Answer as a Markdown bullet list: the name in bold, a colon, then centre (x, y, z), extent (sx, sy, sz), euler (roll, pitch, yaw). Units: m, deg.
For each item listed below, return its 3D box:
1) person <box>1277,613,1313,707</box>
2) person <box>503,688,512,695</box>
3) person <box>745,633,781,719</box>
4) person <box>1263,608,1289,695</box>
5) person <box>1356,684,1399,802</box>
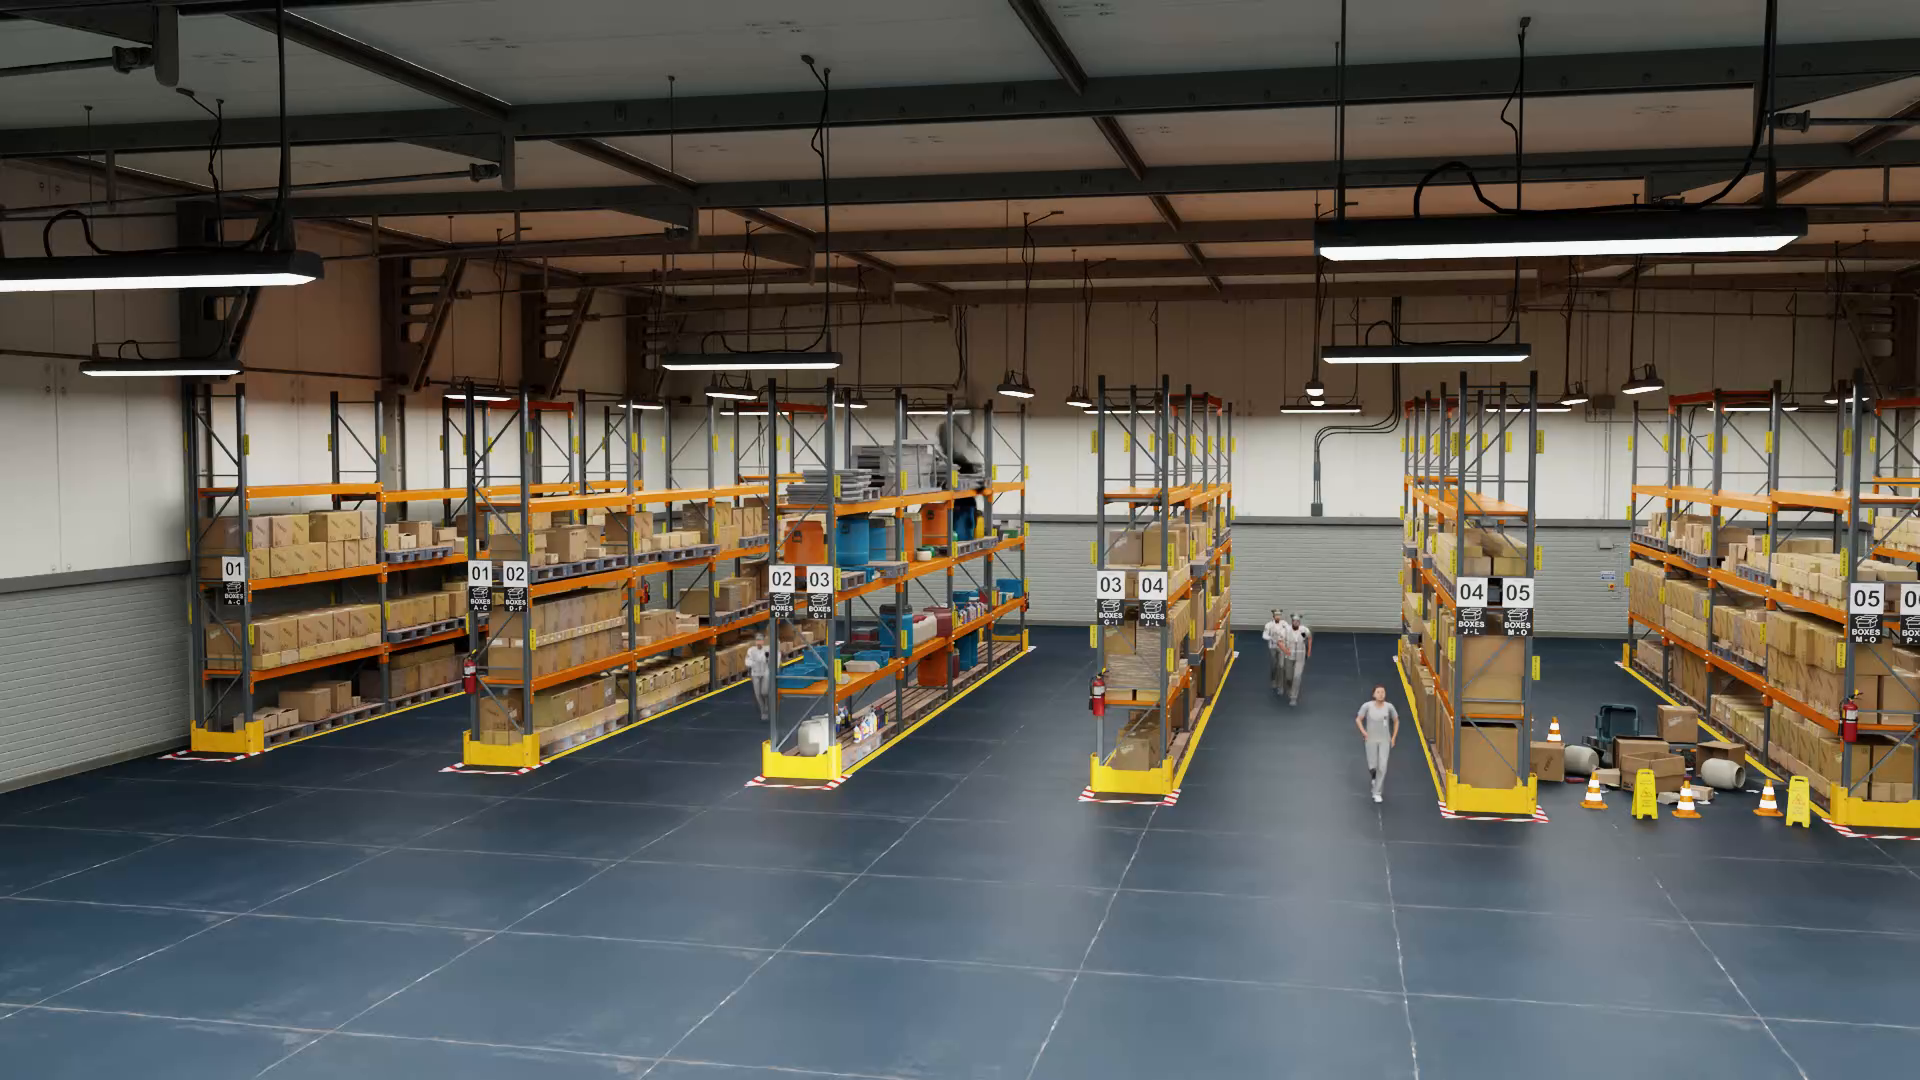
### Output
- **person**: centre (6.490, 2.286, 32.254), extent (0.686, 1.778, 0.975), euler (1, 3, 9)
- **person**: centre (-8.060, 2.356, 30.172), extent (0.691, 1.787, 1.045), euler (0, 3, 8)
- **person**: centre (-3.573, 2.464, 30.025), extent (0.602, 1.619, 0.729), euler (0, 3, 5)
- **person**: centre (6.422, 2.225, 33.719), extent (0.562, 1.719, 0.857), euler (1, 3, 12)
- **person**: centre (5.916, 2.853, 23.555), extent (0.597, 1.647, 0.564), euler (1, 3, 11)
